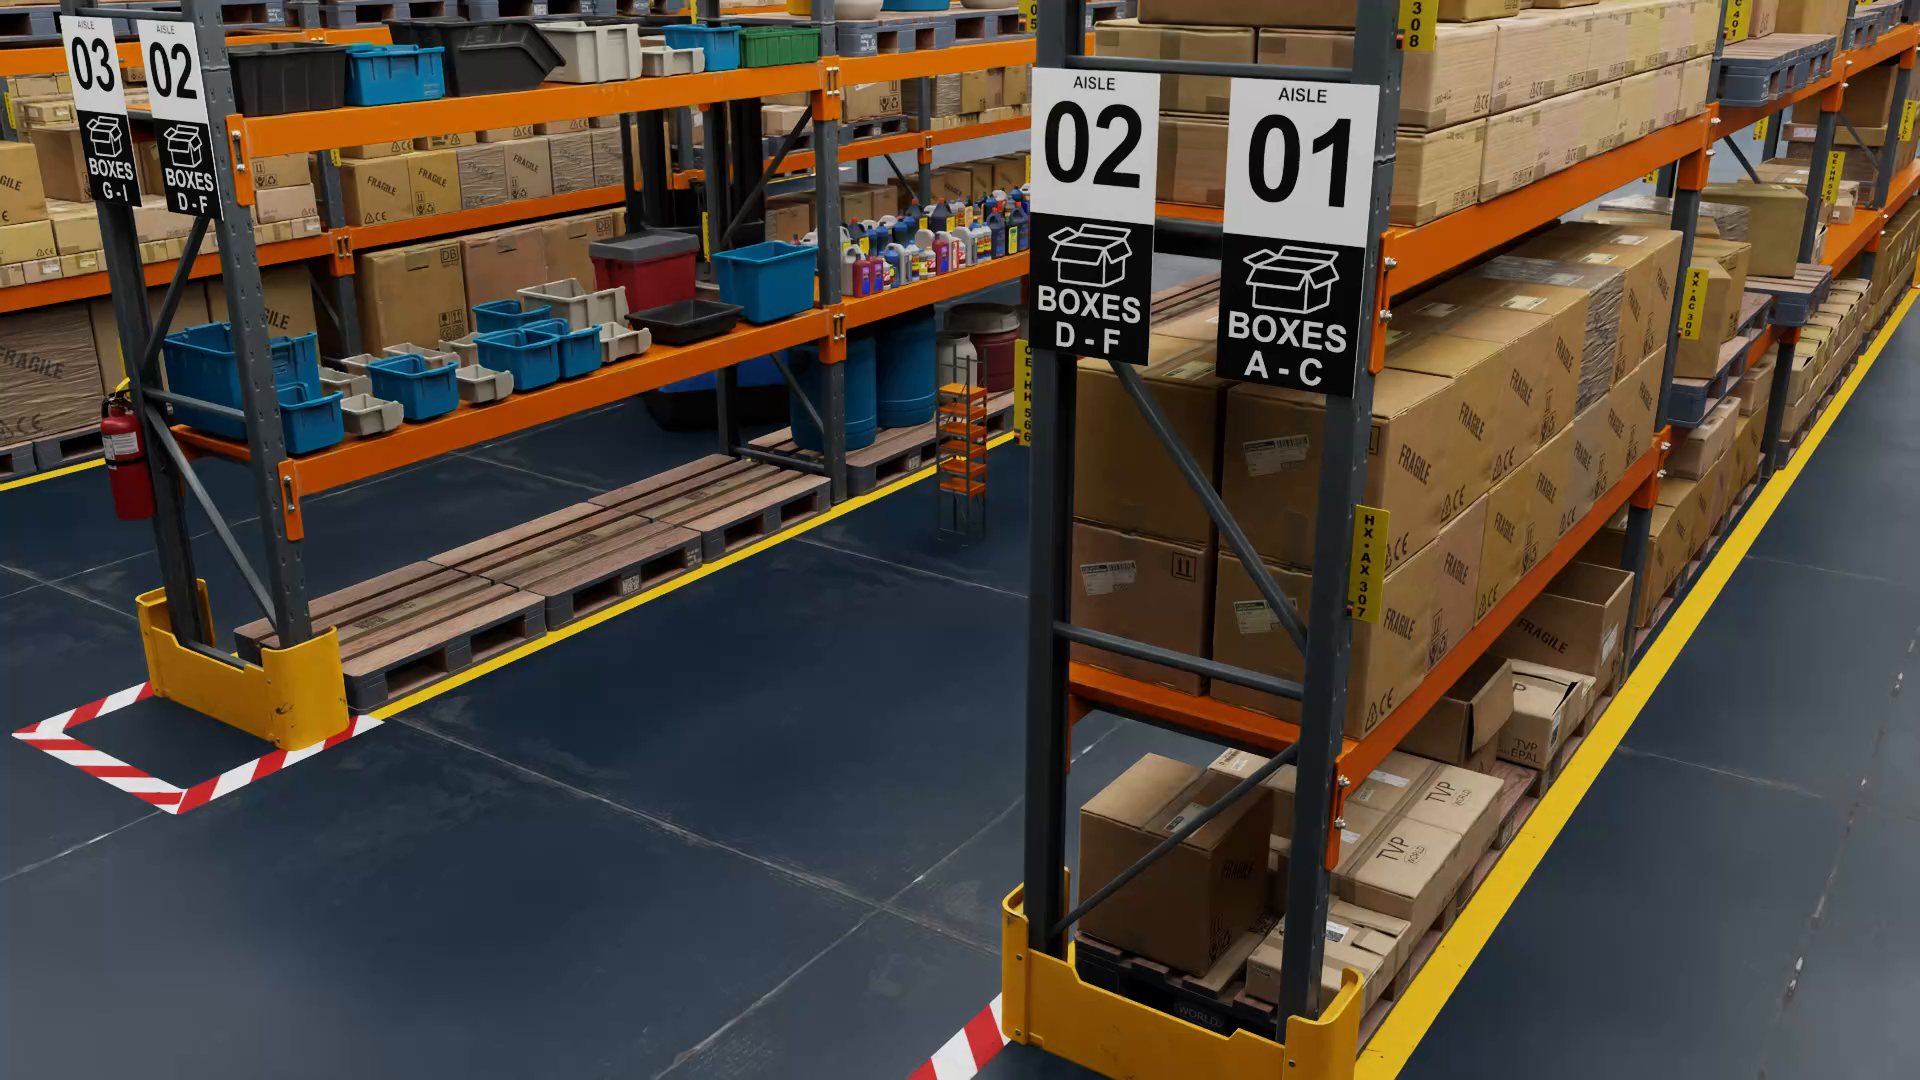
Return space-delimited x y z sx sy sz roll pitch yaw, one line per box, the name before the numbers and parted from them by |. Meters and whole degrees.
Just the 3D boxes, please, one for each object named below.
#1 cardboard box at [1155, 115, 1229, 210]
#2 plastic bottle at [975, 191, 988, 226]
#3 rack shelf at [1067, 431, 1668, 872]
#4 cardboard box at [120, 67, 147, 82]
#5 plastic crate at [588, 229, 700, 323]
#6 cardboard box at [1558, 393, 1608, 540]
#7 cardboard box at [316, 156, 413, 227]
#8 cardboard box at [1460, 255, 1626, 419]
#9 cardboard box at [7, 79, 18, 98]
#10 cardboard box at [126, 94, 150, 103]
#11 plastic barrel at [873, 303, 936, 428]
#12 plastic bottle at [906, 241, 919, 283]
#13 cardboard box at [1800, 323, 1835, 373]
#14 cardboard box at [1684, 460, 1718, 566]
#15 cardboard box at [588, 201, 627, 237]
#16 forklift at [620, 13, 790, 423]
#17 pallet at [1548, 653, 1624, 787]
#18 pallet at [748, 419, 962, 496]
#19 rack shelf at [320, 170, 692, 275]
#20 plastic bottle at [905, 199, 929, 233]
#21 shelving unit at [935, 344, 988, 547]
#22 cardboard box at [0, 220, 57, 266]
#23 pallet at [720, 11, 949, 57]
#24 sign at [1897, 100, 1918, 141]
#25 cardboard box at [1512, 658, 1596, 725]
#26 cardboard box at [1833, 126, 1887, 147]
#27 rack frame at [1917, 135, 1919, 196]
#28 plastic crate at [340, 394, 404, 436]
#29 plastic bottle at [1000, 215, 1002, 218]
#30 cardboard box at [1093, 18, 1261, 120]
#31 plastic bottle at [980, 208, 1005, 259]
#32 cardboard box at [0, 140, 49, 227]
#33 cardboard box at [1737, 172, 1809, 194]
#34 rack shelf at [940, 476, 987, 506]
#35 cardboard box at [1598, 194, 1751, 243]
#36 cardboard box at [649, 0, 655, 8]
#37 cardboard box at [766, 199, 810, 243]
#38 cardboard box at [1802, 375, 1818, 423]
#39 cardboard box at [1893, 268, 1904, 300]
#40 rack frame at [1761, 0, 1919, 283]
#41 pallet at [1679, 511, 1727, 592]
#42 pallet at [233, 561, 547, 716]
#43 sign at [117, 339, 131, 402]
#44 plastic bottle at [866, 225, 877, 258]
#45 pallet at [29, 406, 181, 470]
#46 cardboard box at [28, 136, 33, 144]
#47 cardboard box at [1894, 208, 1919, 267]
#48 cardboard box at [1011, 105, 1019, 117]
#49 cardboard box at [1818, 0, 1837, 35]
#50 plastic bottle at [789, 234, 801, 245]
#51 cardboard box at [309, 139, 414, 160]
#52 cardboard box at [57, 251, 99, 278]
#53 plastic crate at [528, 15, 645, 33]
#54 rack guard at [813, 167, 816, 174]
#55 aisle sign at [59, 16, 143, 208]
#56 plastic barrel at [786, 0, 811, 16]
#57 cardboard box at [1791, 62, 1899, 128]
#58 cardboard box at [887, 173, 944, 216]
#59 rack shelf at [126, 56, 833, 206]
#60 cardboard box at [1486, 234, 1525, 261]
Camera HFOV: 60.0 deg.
cardboard box | 0.725 -1.168 4.991 0.500 0.250 0.500 13 24 32
plastic bottle | 0.173 -2.617 13.184 0.061 0.283 0.133 13 24 32
rack shelf | 1.778 0.131 6.624 1.077 0.370 4.000 13 24 32
cardboard box | -10.791 -6.261 21.689 0.500 0.500 0.500 12 24 30
plastic crate | -1.901 -1.598 10.083 0.402 0.464 0.583 13 24 32
cardboard box | 2.258 -0.338 6.710 0.500 0.500 0.500 14 24 33
cardboard box | -4.823 -2.843 13.484 0.500 0.500 0.500 13 24 32
cardboard box | 2.263 -0.809 6.542 0.500 0.500 0.500 13 24 32
cardboard box | -11.854 -5.471 20.226 0.500 0.250 0.500 13 24 30
cardboard box | -8.148 -4.390 16.709 0.380 0.149 0.250 13 24 31
plastic barrel | -0.474 -1.316 11.919 0.600 0.901 0.708 13 24 32
plastic bottle | -0.323 -1.879 11.205 0.097 0.271 0.097 0 20 0
cardboard box | 6.266 -1.490 12.518 0.500 0.311 0.500 13 24 30
cardboard box | 3.954 -0.203 9.458 0.500 0.500 0.500 14 24 32
cardboard box | -3.445 -2.868 16.151 1.225 0.875 0.875 12 23 29
forklift | -2.163 -2.722 13.399 1.130 2.935 3.031 -6 21 -16
pallet | 2.516 0.724 8.002 1.003 0.211 1.213 13 24 32
pallet | -0.724 -0.653 11.726 1.003 0.211 1.213 13 24 32
rack shelf | -4.164 -2.950 14.953 1.077 0.370 4.000 13 24 32
plastic bottle | -0.326 -2.368 12.414 0.144 0.351 0.185 13 24 32
shelving unit | 0.008 -0.567 10.068 0.258 1.200 0.189 13 24 32
cardboard box | -6.471 -2.014 11.173 0.500 0.250 0.500 12 24 30
pallet | -0.832 -3.310 10.837 1.213 0.211 1.003 13 24 32
sign | 7.854 -3.479 13.791 0.100 0.325 0.005 13 24 32
cardboard box | 2.656 0.688 7.555 0.380 0.149 0.250 13 24 32
cardboard box | 7.711 -3.466 14.233 0.380 0.149 0.250 13 24 32
rack frame | 9.648 -4.223 17.359 1.000 3.000 0.127 13 24 32
plastic crate | -2.781 -0.587 7.821 0.250 0.136 0.298 13 24 32
plastic bottle | 0.310 -2.234 12.148 0.061 0.283 0.133 13 24 32
cardboard box | 0.732 -1.401 4.900 0.500 0.250 0.500 13 24 32
plastic bottle | 0.237 -2.216 12.003 0.144 0.351 0.185 13 24 32
cardboard box | -6.476 -2.365 11.041 0.500 0.500 0.500 13 24 30
cardboard box | 6.081 -2.460 12.446 0.500 0.500 0.500 12 23 29
rack shelf | 0.008 -0.300 10.167 0.258 0.103 0.180 13 24 32
cardboard box | 4.218 -1.744 9.907 0.500 0.500 0.700 -19 28 -41
cardboard box | -2.975 -5.382 16.383 0.500 0.250 0.500 13 24 32
cardboard box | -2.065 -3.417 18.147 0.700 0.500 0.500 16 25 36
cardboard box | 5.970 -1.073 12.200 0.500 0.250 0.500 13 24 30
cardboard box | 8.758 -2.487 16.022 0.500 0.250 0.500 13 24 32
rack frame | 7.400 -3.076 14.256 1.000 3.000 0.127 13 24 32
pallet | 4.014 -0.065 10.136 1.003 0.211 1.213 13 24 32
pallet | -2.945 0.479 8.666 1.003 0.211 1.213 13 24 32
sign | -3.904 -0.779 7.812 0.100 0.325 0.005 13 24 32
plastic bottle | -0.635 -2.094 11.787 0.097 0.271 0.097 0 20 0
pallet | -6.465 -0.851 12.262 1.003 0.211 1.213 13 24 32
cardboard box | -8.732 -3.812 16.004 0.380 0.149 0.250 12 23 29
cardboard box | 9.043 -2.981 16.277 0.500 0.500 0.500 13 24 32
cardboard box | 0.514 -5.407 20.922 0.380 0.149 0.250 13 24 32
cardboard box | 4.647 -3.104 9.864 0.910 0.500 0.500 13 24 32
plastic bottle | -1.145 -1.944 11.365 0.061 0.283 0.133 13 24 32
cardboard box | -4.936 -3.416 13.585 0.797 0.503 0.637 13 24 30
cardboard box | -6.201 -1.927 11.513 0.380 0.149 0.250 13 24 30
plastic crate | -2.117 -2.790 9.349 0.497 0.269 0.590 13 24 32
rack guard | -2.574 -5.987 25.731 1.175 0.500 0.348 13 24 32
aisle sign | -3.723 -1.855 7.210 0.394 0.787 0.004 13 24 32
plastic barrel | -0.847 -3.741 10.854 0.600 0.588 0.600 0 20 0
cardboard box | 7.644 -3.860 14.361 0.700 0.500 0.500 13 24 32
cardboard box | -0.533 -4.140 20.132 0.500 0.500 0.500 12 24 30
rack shelf | -2.316 -2.243 8.718 1.077 0.370 4.000 13 24 32
cardboard box | 2.115 -1.068 7.242 0.500 0.500 0.500 12 24 30
